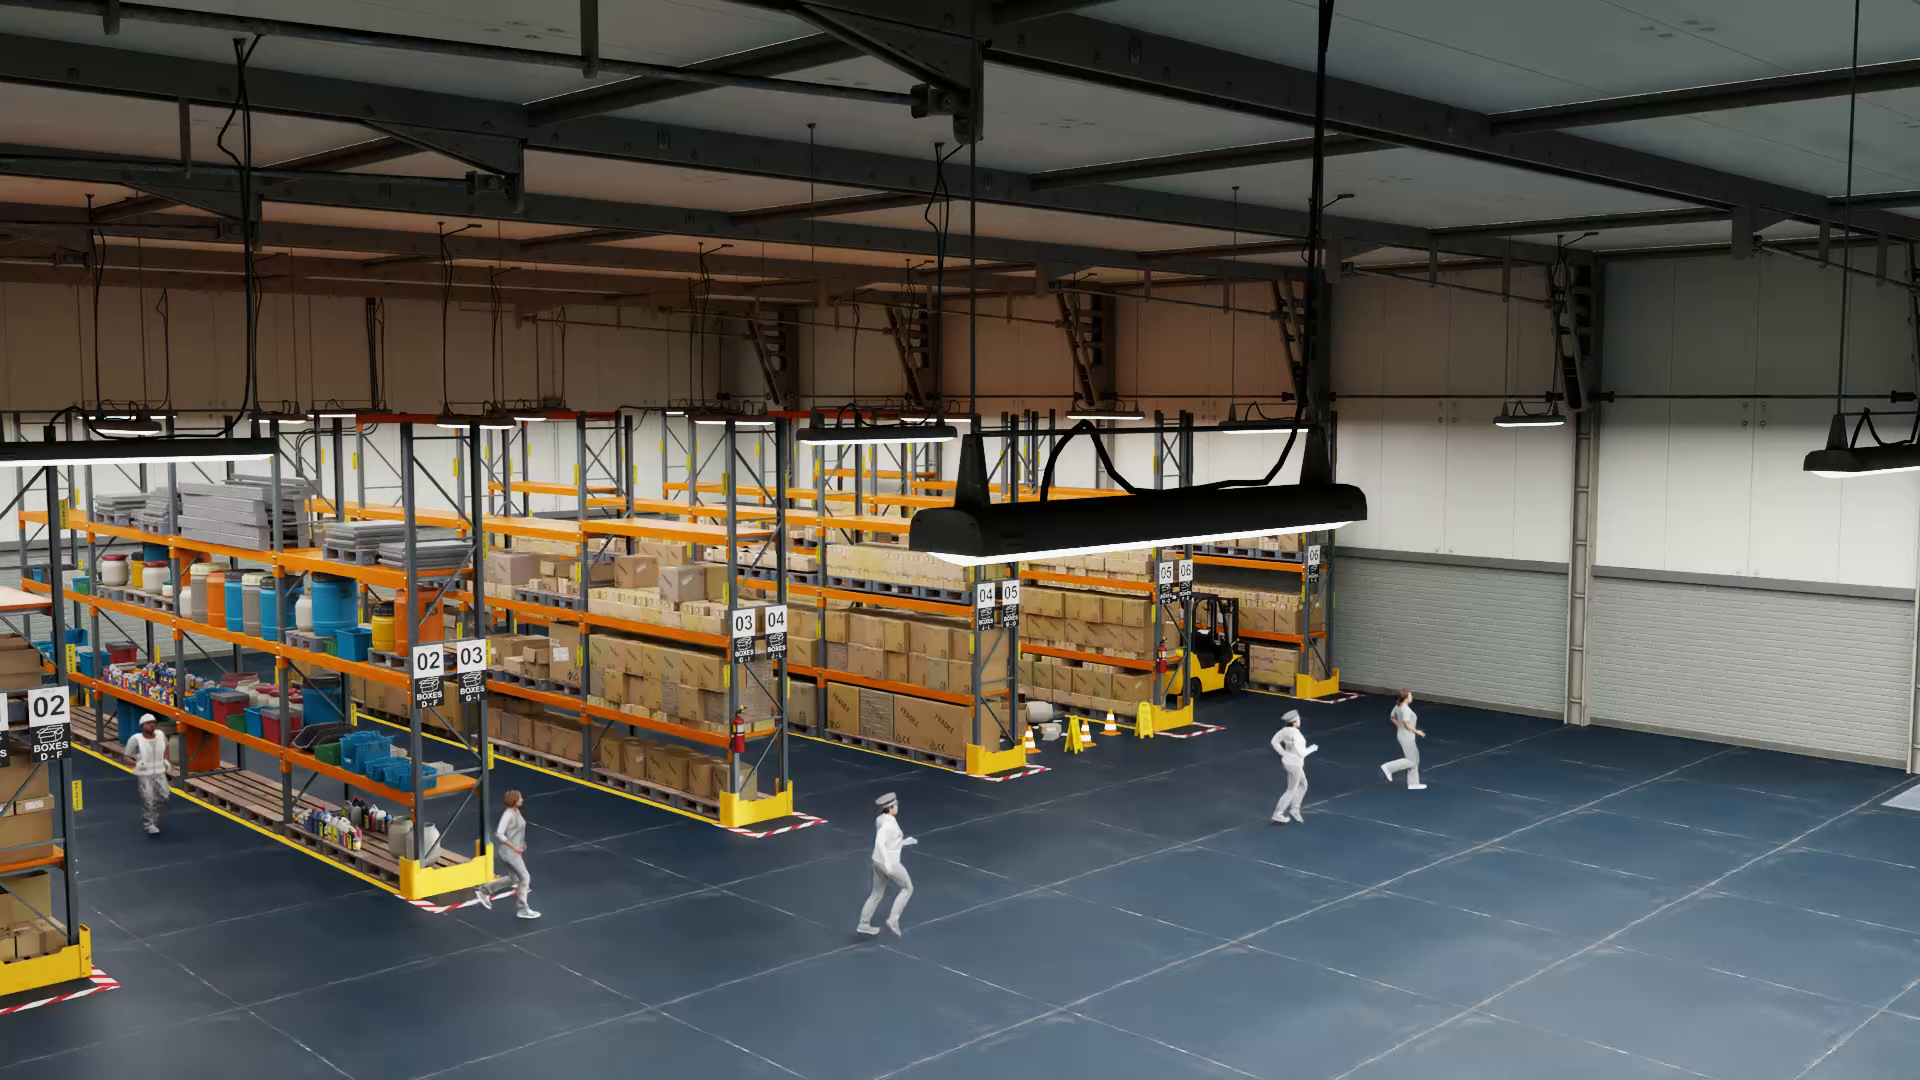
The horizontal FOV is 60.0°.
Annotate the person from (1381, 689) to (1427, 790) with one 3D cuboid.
[{"bbox_3d":[7.123,3.199,26.703,0.776,1.637,0.565,0,5,-5],"label":"person"}]

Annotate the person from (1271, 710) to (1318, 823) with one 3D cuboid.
[{"bbox_3d":[4.927,3.360,24.538,0.684,1.734,0.592,-1,5,-9],"label":"person"}]

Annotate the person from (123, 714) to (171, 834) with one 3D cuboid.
[{"bbox_3d":[-11.677,3.378,24.025,0.587,1.742,0.698,4,6,40],"label":"person"}]

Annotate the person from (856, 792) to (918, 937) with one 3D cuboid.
[{"bbox_3d":[-0.833,3.805,19.441,0.771,1.714,0.572,-3,6,-28],"label":"person"}]

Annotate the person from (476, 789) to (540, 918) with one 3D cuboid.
[{"bbox_3d":[-5.504,3.808,20.200,0.767,1.575,0.559,-1,5,-8],"label":"person"}]
